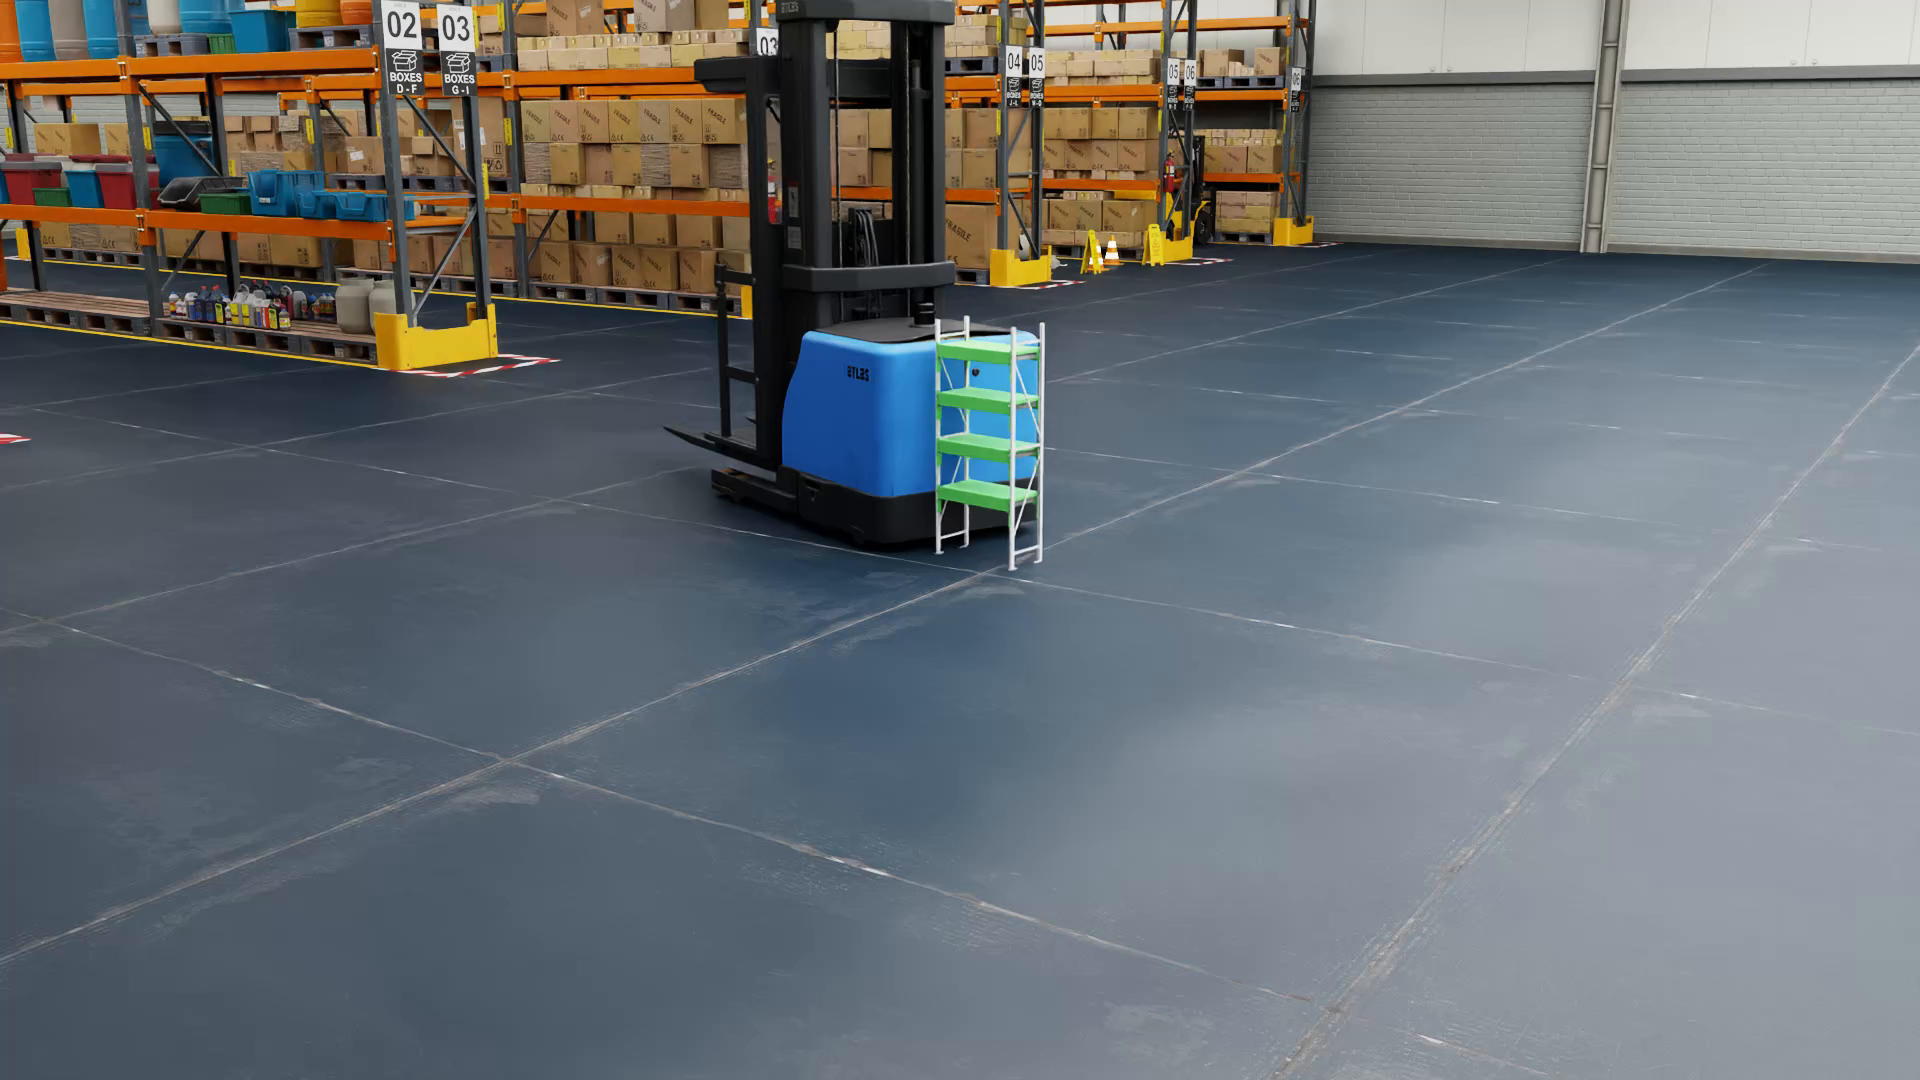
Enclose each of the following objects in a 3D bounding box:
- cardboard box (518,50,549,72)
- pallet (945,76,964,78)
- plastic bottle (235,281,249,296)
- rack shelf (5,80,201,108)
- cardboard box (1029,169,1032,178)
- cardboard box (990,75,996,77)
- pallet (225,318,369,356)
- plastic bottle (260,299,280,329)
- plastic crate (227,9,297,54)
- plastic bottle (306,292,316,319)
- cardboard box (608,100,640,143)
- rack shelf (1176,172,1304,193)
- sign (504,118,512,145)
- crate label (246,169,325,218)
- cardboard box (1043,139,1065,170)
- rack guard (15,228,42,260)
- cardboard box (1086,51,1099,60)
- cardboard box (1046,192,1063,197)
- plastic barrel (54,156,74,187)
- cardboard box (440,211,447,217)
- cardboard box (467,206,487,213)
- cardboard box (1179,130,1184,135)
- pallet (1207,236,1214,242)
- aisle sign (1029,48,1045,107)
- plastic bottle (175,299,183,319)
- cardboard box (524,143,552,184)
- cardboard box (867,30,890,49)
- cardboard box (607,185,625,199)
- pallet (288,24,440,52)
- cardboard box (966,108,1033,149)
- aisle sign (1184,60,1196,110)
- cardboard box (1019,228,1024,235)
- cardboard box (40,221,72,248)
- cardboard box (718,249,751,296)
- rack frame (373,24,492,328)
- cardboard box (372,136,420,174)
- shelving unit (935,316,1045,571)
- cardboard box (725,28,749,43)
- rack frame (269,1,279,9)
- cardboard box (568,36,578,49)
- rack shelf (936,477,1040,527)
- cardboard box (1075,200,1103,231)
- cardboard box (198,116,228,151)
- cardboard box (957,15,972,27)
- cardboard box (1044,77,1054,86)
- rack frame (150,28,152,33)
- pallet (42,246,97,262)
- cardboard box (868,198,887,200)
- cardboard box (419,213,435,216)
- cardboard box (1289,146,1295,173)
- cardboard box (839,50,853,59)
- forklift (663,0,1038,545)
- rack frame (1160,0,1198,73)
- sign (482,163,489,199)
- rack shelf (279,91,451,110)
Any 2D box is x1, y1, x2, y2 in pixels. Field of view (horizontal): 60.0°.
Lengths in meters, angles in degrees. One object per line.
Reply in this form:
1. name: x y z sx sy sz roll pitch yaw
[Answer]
1. cardboard box: -5.102 -5.917 20.552 0.500 0.250 0.500 8 16 31
2. pallet: -0.255 -8.090 29.409 1.003 0.211 1.213 9 17 33
3. plastic bottle: -7.482 -2.527 17.388 0.185 0.351 0.144 9 17 33
4. rack shelf: -13.630 -7.093 26.488 4.000 0.370 1.077 9 17 33
5. cardboard box: 1.337 -6.219 28.227 0.250 0.149 0.380 9 17 33
6. cardboard box: 0.844 -7.968 28.218 0.500 0.250 0.500 9 17 32
7. pallet: -6.546 -2.042 16.632 1.213 0.211 1.003 9 17 33
8. plastic bottle: -6.740 -2.210 16.263 0.135 0.276 0.152 9 17 33
9. plastic crate: -6.528 -4.765 15.620 0.575 0.384 0.392 9 17 33
10. plastic bottle: -6.644 -2.402 17.046 0.097 0.271 0.097 0 14 0
11. cardboard box: -3.850 -5.013 19.925 0.500 0.500 0.500 9 17 33
12. rack shelf: 4.625 -6.994 32.330 4.000 0.370 1.077 9 17 33
13. sign: -5.639 -5.096 20.756 0.005 0.325 0.100 9 17 33
14. crate label: -6.456 -3.331 15.963 0.616 0.435 0.502 9 17 33
15. cardboard box: 1.677 -6.503 28.023 0.500 0.500 0.500 9 17 33
16. rack guard: -15.310 -5.044 28.159 0.348 0.500 1.175 9 17 33
17. cardboard box: 2.277 -7.943 27.290 0.250 0.149 0.380 9 17 33
18. cardboard box: 1.887 -6.835 34.262 0.625 0.625 0.875 9 17 32
19. plastic barrel: -10.093 -4.096 18.895 0.421 0.512 0.421 0 14 0
20. cardboard box: -9.289 -5.889 30.193 0.250 0.149 0.380 10 17 35
21. cardboard box: -8.210 -5.825 28.879 0.500 0.250 0.500 10 17 34
22. cardboard box: 4.394 -7.830 32.035 0.250 0.149 0.380 9 17 33
23. pallet: 4.618 -5.979 32.537 1.213 0.211 1.003 9 17 33
24. aisle sign: 1.065 -6.396 23.009 0.004 0.787 0.394 9 17 33
25. plastic bottle: -7.993 -2.369 17.058 0.097 0.201 0.097 0 14 0
26. cardboard box: -4.994 -4.765 21.003 0.500 0.500 0.875 9 17 33
27. cardboard box: -0.972 -7.076 23.535 0.500 0.250 0.500 9 17 33
28. cardboard box: -4.070 -4.236 20.214 0.250 0.149 0.380 9 17 33
29. pallet: -5.410 -4.616 15.377 1.213 0.211 1.003 9 17 33
30. cardboard box: 0.552 -5.738 23.202 0.550 0.550 0.875 9 17 33
31. aisle sign: 3.742 -7.400 27.063 0.004 0.787 0.394 9 17 33
32. cardboard box: 0.986 -5.288 28.789 0.500 0.250 0.500 10 17 36
33. cardboard box: -14.714 -5.357 27.768 0.875 0.875 0.875 9 17 33
34. cardboard box: -2.522 -3.186 19.779 0.500 0.500 0.500 13 19 43
35. rack frame: -4.778 -3.121 15.188 0.127 3.000 1.000 9 17 33
36. cardboard box: -7.662 -5.314 22.967 0.500 0.500 0.700 12 19 41
37. shelving unit: 0.144 -0.490 8.304 0.503 1.200 0.258 12 18 40
38. cardboard box: -2.418 -5.660 18.686 0.250 0.149 0.380 9 17 33
39. rack frame: -12.438 -10.142 31.065 0.127 3.000 1.000 9 17 33
40. cardboard box: -4.535 -6.030 20.178 0.250 0.149 0.380 10 17 34
41. rack shelf: 0.144 -0.195 8.377 0.480 0.148 0.258 12 18 40
42. cardboard box: 2.272 -5.442 27.853 0.500 0.500 0.500 10 17 35
43. cardboard box: -10.873 -6.075 24.825 0.637 0.503 0.797 9 17 33
44. cardboard box: 0.163 -7.069 22.675 0.250 0.149 0.380 9 17 33
45. cardboard box: 1.601 -7.657 27.792 0.250 0.149 0.380 9 17 33
46. rack frame: -11.971 -8.630 24.958 0.127 3.000 1.000 9 17 33
47. pallet: -14.583 -4.809 27.810 1.213 0.211 1.003 9 17 33
48. cardboard box: -1.670 -7.291 36.360 0.500 0.500 0.500 10 17 35
49. cardboard box: -7.633 -4.393 23.051 0.500 0.250 0.500 12 18 39
50. cardboard box: 6.028 -7.245 31.640 0.500 0.500 0.500 10 17 35
51. cardboard box: -1.523 -6.954 23.871 0.250 0.149 0.380 9 16 32
52. forklift: -0.818 -1.697 9.581 1.130 2.935 3.031 -9 17 -33
53. rack frame: 3.517 -8.996 26.439 0.127 3.000 1.000 9 17 33
54. sign: -4.467 -3.364 15.596 0.005 0.325 0.100 9 17 33
55. rack shelf: -10.778 -8.068 30.428 4.000 0.370 1.077 9 17 33
